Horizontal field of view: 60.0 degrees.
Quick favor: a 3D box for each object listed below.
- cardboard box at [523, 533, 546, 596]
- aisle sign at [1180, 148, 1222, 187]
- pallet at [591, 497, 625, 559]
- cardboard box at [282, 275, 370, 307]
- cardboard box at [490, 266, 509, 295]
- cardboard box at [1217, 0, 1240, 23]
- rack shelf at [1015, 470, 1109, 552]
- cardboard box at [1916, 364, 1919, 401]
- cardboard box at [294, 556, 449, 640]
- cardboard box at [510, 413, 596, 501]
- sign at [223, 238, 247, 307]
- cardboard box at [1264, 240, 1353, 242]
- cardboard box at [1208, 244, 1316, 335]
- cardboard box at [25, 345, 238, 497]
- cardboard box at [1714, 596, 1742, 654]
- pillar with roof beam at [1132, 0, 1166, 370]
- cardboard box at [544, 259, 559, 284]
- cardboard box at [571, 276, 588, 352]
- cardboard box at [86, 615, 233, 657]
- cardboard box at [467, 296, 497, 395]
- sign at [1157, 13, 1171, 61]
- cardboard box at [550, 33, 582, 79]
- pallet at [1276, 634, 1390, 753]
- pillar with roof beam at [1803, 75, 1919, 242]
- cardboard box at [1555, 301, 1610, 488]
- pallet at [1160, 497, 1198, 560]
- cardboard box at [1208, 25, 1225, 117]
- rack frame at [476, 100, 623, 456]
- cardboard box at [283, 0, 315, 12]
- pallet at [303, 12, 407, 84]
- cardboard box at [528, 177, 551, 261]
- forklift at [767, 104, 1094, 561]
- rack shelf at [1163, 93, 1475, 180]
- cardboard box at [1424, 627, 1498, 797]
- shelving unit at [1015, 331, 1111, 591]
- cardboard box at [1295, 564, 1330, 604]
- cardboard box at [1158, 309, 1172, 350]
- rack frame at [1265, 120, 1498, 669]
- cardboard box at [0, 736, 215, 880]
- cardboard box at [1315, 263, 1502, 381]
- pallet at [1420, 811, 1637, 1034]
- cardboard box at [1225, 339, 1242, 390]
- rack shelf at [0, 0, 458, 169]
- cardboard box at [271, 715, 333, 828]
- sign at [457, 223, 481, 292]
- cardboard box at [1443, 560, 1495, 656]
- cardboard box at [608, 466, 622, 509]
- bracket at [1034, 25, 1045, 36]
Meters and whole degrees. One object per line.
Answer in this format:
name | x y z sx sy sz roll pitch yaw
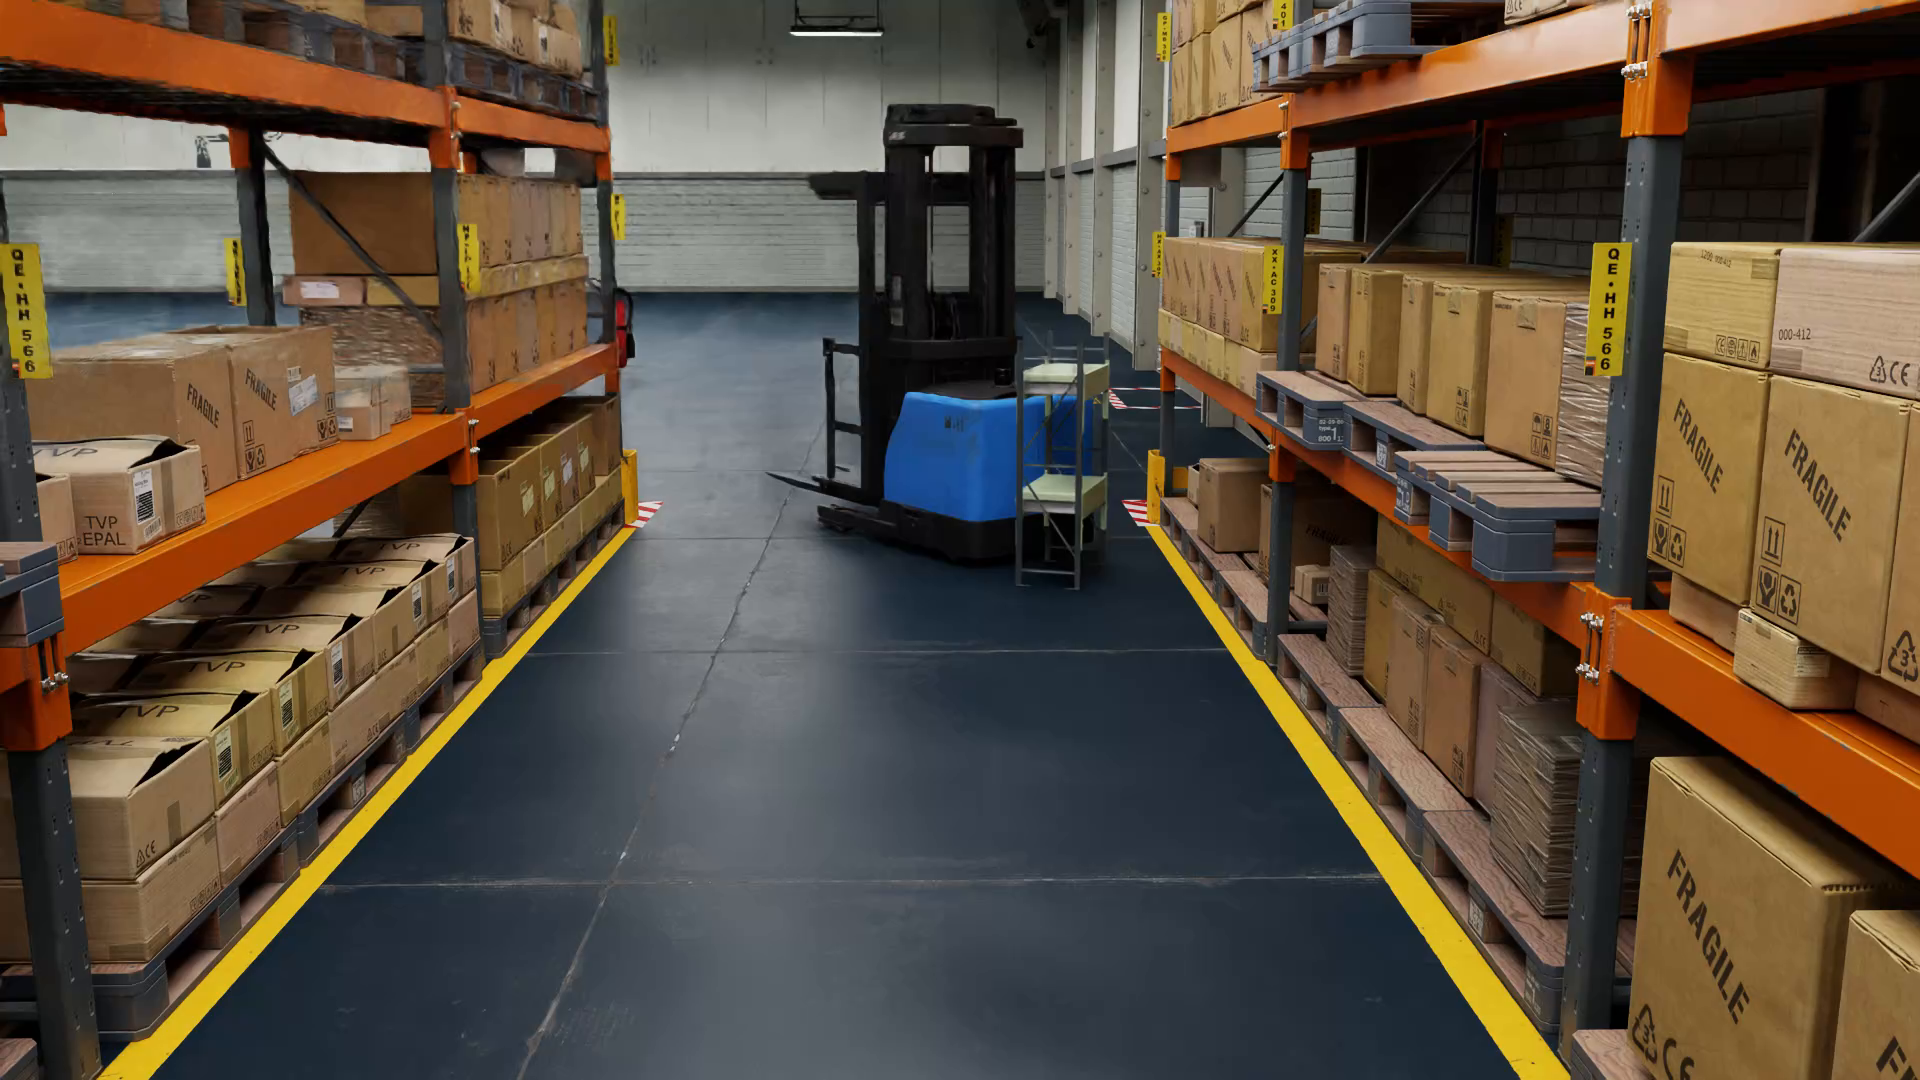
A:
cardboard box | -2.605 0.133 9.221 0.500 0.250 0.500 0 11 -1
aisle sign | 1.675 -2.920 11.868 0.394 0.787 0.004 0 11 -1
pallet | -2.918 -0.093 11.487 1.003 0.211 1.213 0 11 -1
cardboard box | -3.113 -1.236 8.226 0.380 0.149 0.250 0 11 -1
cardboard box | -2.728 -1.441 9.232 0.380 0.149 0.250 -1 11 -3
cardboard box | 1.735 -3.167 9.267 0.500 0.500 0.500 -1 11 -3
rack shelf | 0.641 -0.192 10.371 0.431 0.370 0.720 3 12 16
cardboard box | 1.919 -0.317 2.641 0.500 0.250 0.500 0 11 -1
cardboard box | -2.581 0.233 7.314 0.500 0.311 0.500 0 11 0
cardboard box | -2.632 -0.533 10.616 0.500 0.500 0.500 0 11 -1
sign | -3.448 -1.277 7.932 0.100 0.325 0.005 0 11 -1
cardboard box | 2.214 -1.641 10.543 0.500 0.500 0.500 -1 11 -3
cardboard box | 1.724 -1.433 9.521 0.500 0.500 0.500 -1 11 -3
cardboard box | -2.862 -0.404 5.753 0.500 0.500 0.500 -1 11 -4
cardboard box | 1.913 0.188 3.672 0.380 0.149 0.250 0 11 0
pillar with roof beam | -1.696 -6.805 22.468 9.100 9.000 0.400 0 11 -1
cardboard box | -2.757 -1.698 10.502 0.380 0.149 0.250 0 11 1
cardboard box | -2.979 -1.568 11.490 0.700 0.500 0.500 0 11 -1
cardboard box | -3.101 0.439 6.298 0.500 0.311 0.500 0 11 0
cardboard box | -2.926 -1.058 8.980 0.700 0.500 0.500 0 11 -2
sign | 1.434 -3.529 11.666 0.100 0.325 0.005 0 11 -1
cardboard box | -2.689 -3.055 10.496 0.500 0.250 0.500 0 11 -1
pallet | 2.077 0.684 7.657 1.003 0.211 1.213 0 11 -1
pillar with roof beam | -1.324 -3.227 4.831 9.100 9.000 0.400 0 11 -1
cardboard box | 2.122 -0.400 4.630 0.700 0.500 0.500 -2 12 -8
pallet | 1.959 -0.089 11.468 1.003 0.211 1.213 0 11 -1
cardboard box | 1.756 -2.777 9.859 0.500 0.500 0.500 0 11 2
rack frame | -2.976 -1.611 11.958 1.000 3.000 0.127 0 11 -1
cardboard box | -2.876 -2.187 6.572 0.500 0.250 0.500 -1 12 -7
pallet | -2.862 -2.017 6.895 0.805 0.209 1.217 -1 11 -3
cardboard box | -2.951 -1.988 10.300 0.700 0.500 0.500 0 11 -1
forklift | -0.366 -1.543 11.791 1.130 2.935 3.031 -8 14 -35
rack shelf | 2.018 -2.352 9.876 1.077 0.370 4.000 0 11 -1
cardboard box | 2.142 0.623 6.126 0.700 0.500 0.500 0 11 -1
shelving unit | 0.641 -0.511 10.306 0.431 1.500 0.755 3 12 16
cardboard box | 2.018 0.229 8.904 0.380 0.166 0.250 -2 12 -9
cardboard box | 1.669 -1.471 11.590 0.500 0.250 0.500 -1 11 -3
rack frame | 2.059 -0.837 8.143 1.000 3.000 0.127 0 11 -1
cardboard box | -2.528 0.740 4.814 0.500 0.311 0.500 0 11 1
cardboard box | 2.036 -1.001 7.590 0.700 0.500 0.500 0 11 -1
pallet | 2.127 1.169 5.266 1.003 0.211 1.213 0 11 -1
cardboard box | 1.744 -0.966 9.102 0.500 0.250 0.500 0 11 -1
rack shelf | -2.852 -1.536 5.852 1.077 0.370 4.000 0 11 -1
cardboard box | -2.556 0.812 5.872 0.500 0.250 0.500 -1 11 -3
sign | -2.351 -1.349 7.952 0.100 0.325 0.005 0 11 -1
cardboard box | 2.110 0.241 6.122 0.500 0.250 0.500 0 11 -1
cardboard box | -2.670 -0.364 11.670 0.500 0.250 0.500 0 11 -1
bracket | 1.889 -12.081 39.420 0.235 0.232 0.430 0 11 -1
